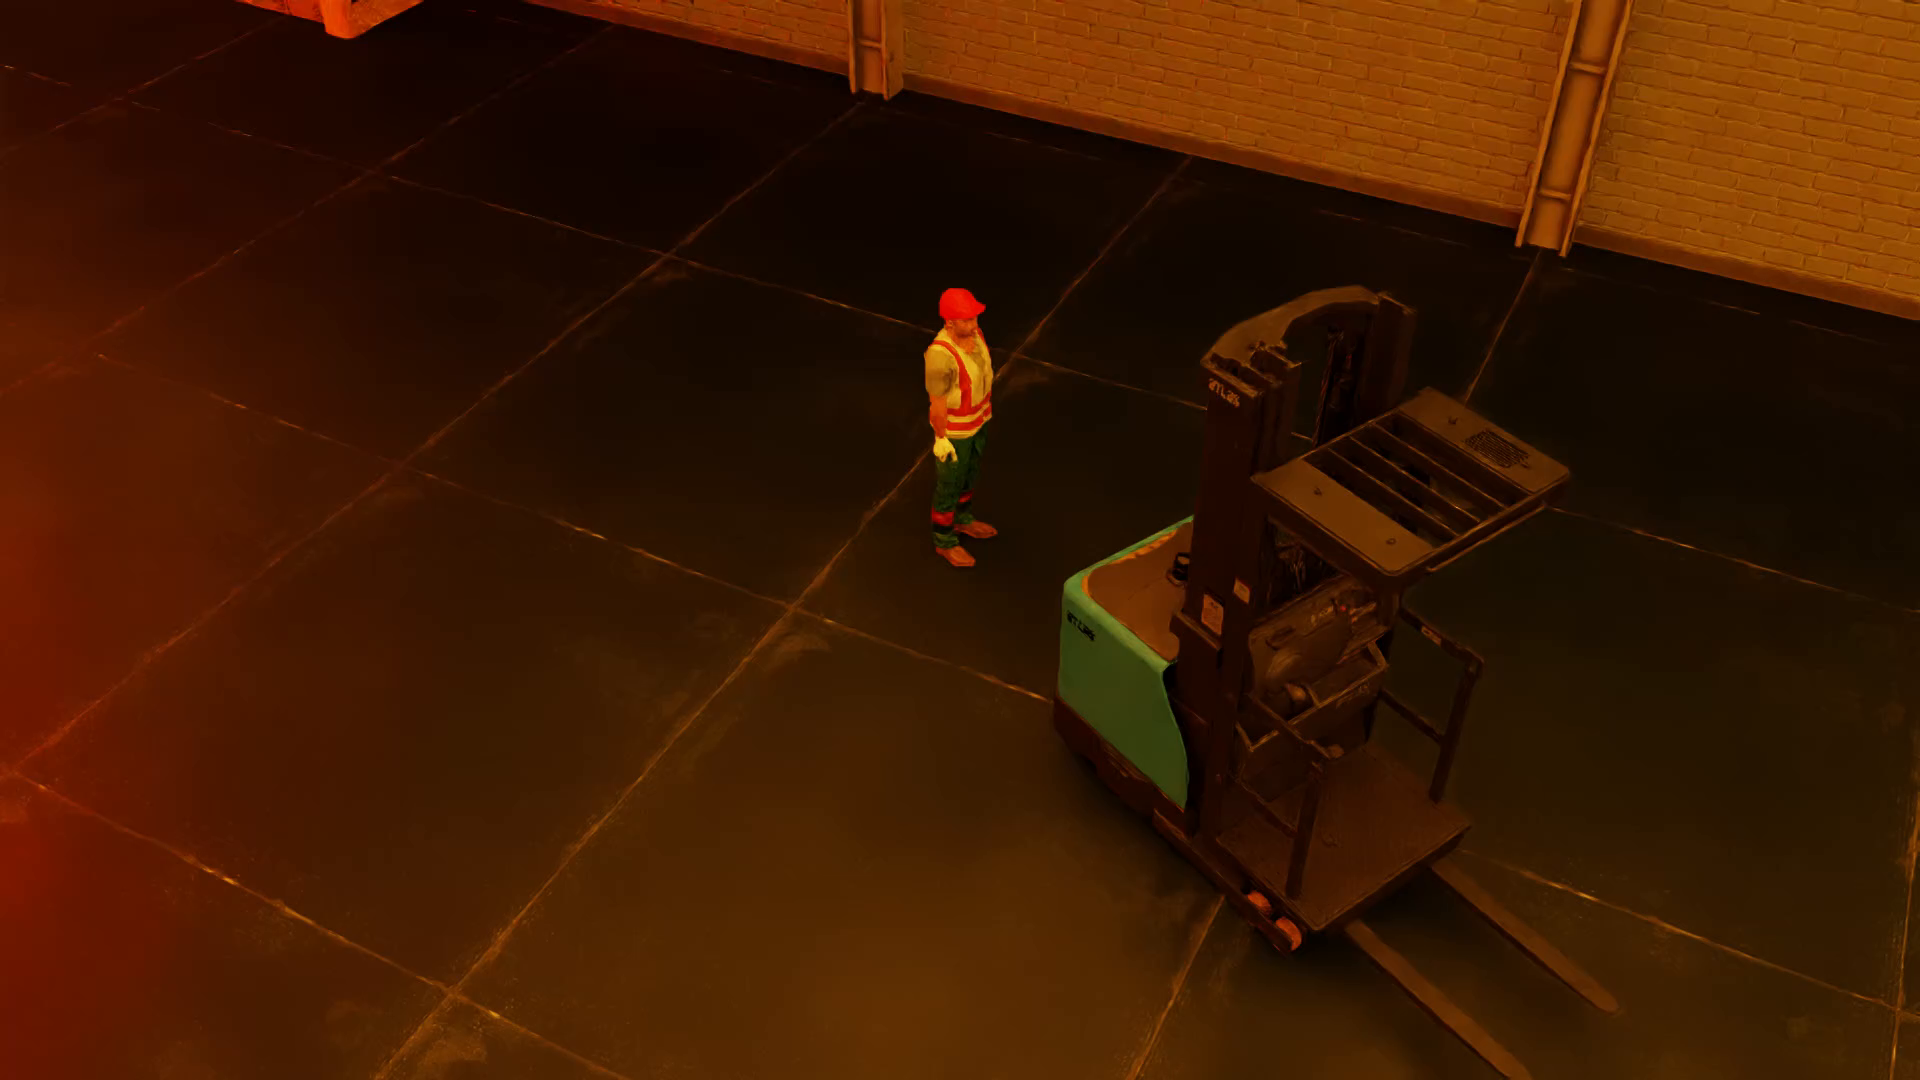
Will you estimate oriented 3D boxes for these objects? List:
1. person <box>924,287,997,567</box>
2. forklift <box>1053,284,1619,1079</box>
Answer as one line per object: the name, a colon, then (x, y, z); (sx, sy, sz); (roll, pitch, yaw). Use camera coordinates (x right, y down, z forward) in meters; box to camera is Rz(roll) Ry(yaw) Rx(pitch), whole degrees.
person: (0.019, -0.680, 9.678); (0.349, 1.795, 0.540); (18, 43, 21)
forklift: (1.781, 0.482, 7.415); (1.130, 2.935, 3.031); (-25, 46, -27)
